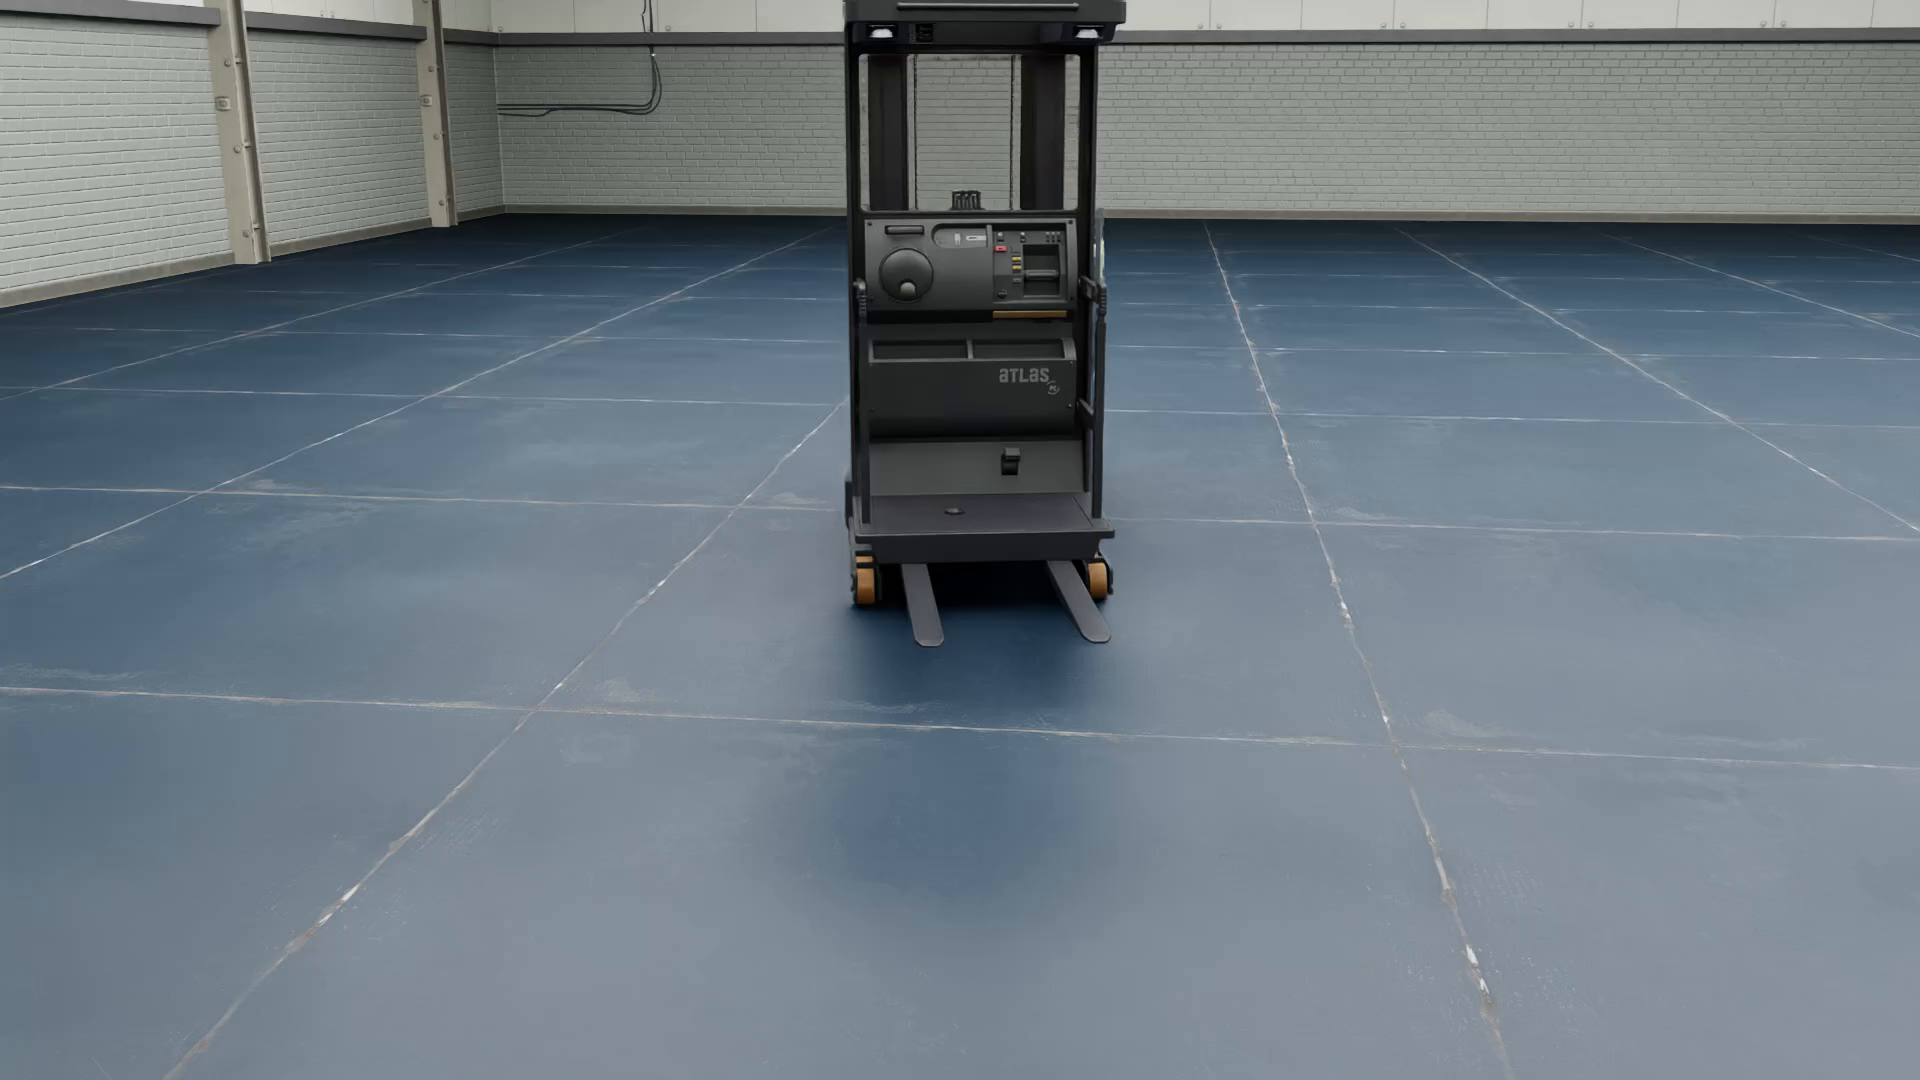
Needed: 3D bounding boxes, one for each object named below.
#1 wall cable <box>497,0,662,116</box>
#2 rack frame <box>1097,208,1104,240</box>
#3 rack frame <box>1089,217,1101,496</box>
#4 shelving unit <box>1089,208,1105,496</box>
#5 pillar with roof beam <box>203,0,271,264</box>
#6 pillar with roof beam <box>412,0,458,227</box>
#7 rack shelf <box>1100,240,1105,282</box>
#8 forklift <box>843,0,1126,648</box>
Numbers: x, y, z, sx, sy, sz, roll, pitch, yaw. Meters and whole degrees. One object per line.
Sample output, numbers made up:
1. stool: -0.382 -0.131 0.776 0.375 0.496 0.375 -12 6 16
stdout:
1. wall cable: -6.754 -8.686 28.992 3.097 2.526 0.112 2 15 6
2. rack frame: 0.601 -1.131 9.470 0.400 1.500 0.023 1 15 6
3. rack frame: 0.528 -0.940 8.767 0.400 1.500 0.023 1 15 6
4. shelving unit: 0.565 -1.036 9.118 0.431 1.500 0.755 1 15 6
5. pillar with roof beam: -4.800 -7.776 19.681 9.100 9.000 0.400 2 15 6
6. pillar with roof beam: -4.123 -9.333 25.436 9.100 9.000 0.400 2 15 6
7. rack shelf: 0.565 -1.412 9.017 0.431 0.370 0.720 1 15 6
8. forklift: 0.069 -1.223 7.069 1.130 2.935 3.031 -1 15 -5
